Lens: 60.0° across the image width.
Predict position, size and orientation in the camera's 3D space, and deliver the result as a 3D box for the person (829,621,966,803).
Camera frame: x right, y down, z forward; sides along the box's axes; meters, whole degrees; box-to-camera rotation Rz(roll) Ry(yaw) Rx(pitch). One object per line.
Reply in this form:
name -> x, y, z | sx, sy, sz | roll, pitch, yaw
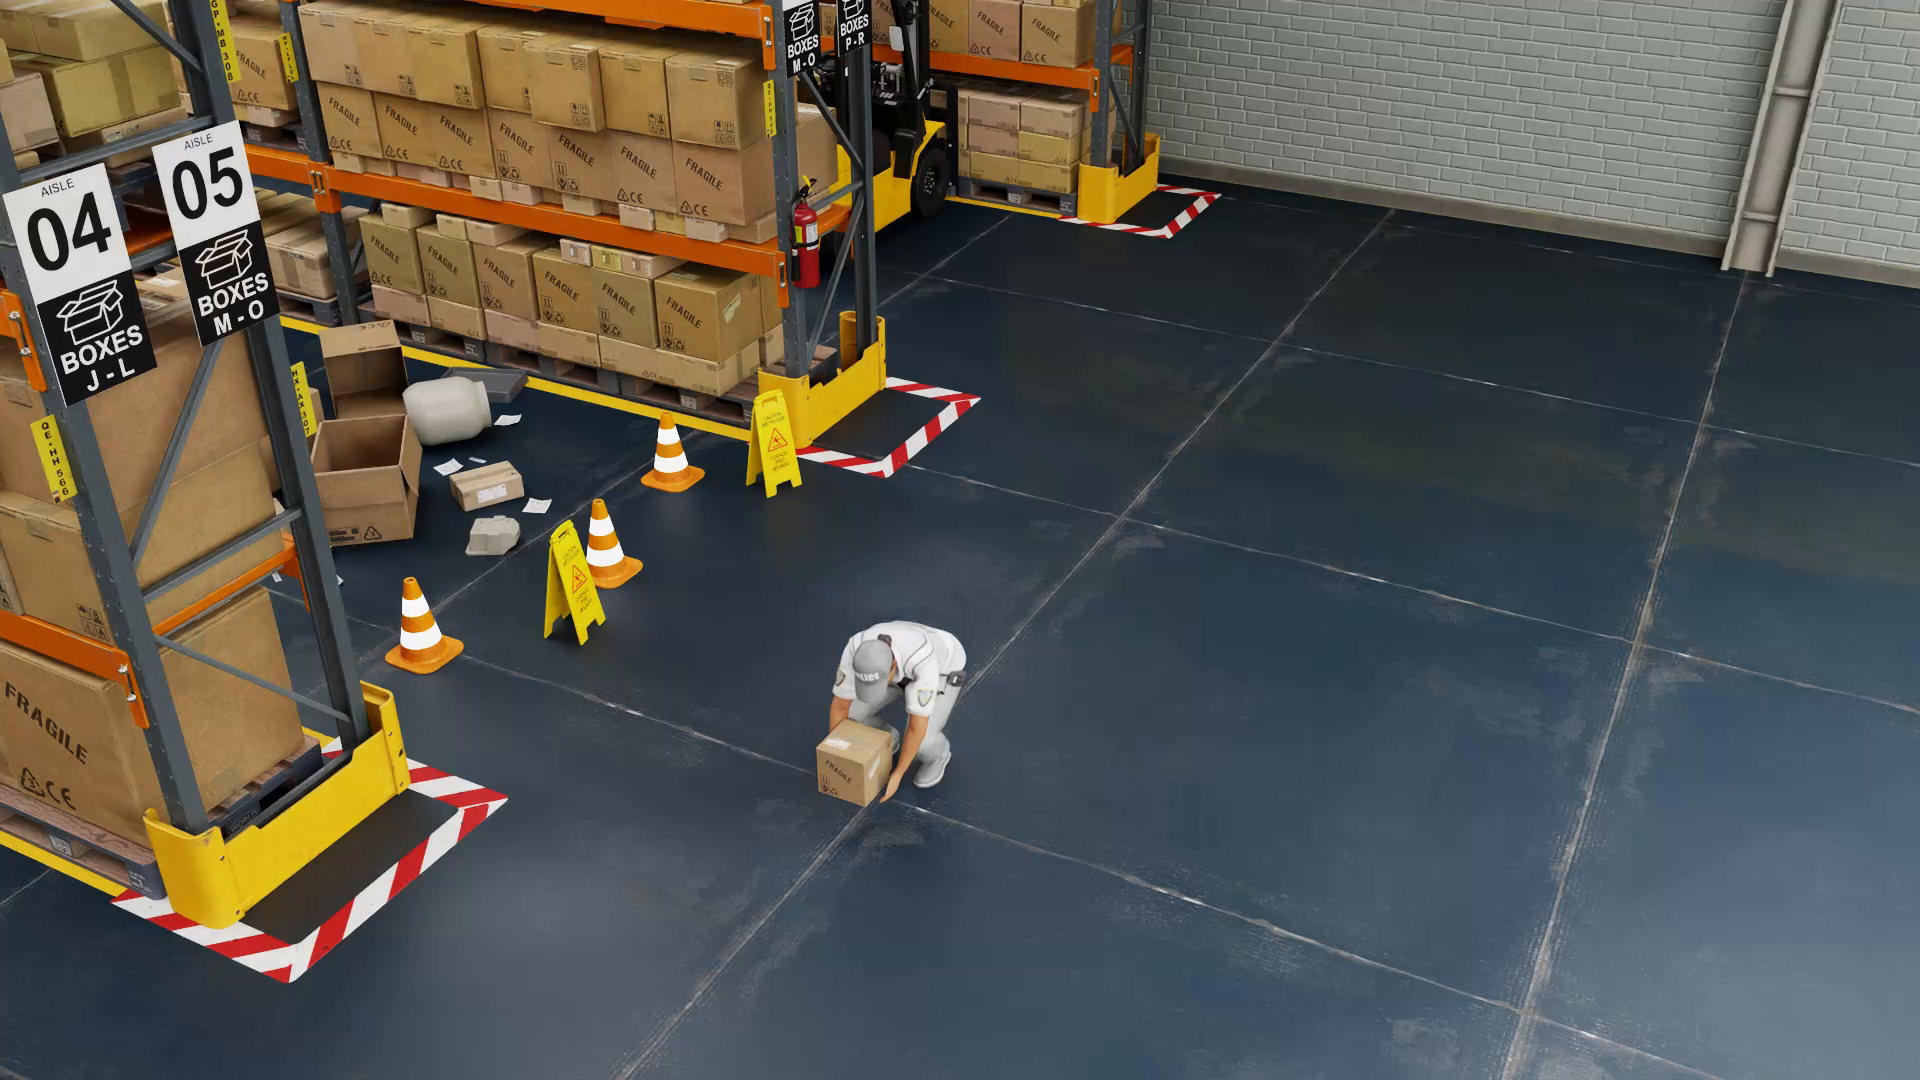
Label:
person -> -0.285, 0.723, 7.750 | 0.517, 0.959, 0.851 | 14, 33, 23
